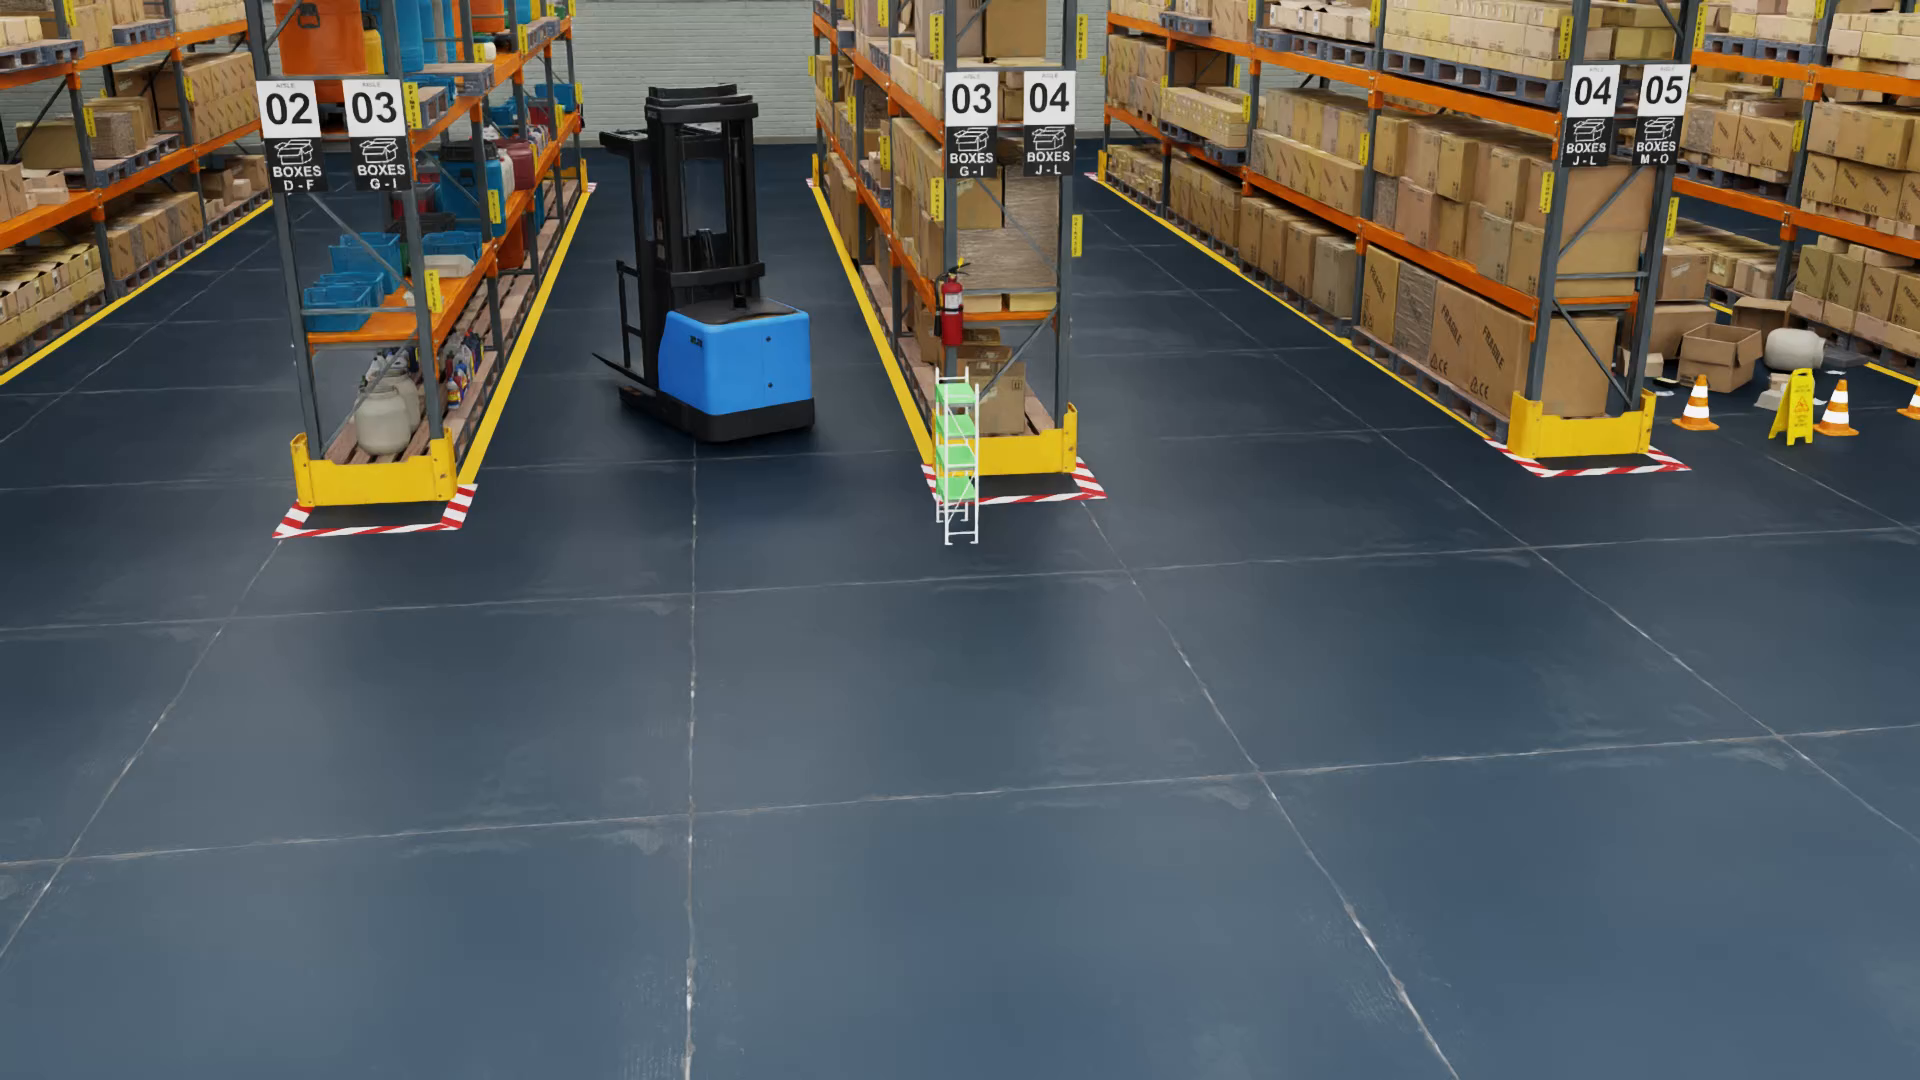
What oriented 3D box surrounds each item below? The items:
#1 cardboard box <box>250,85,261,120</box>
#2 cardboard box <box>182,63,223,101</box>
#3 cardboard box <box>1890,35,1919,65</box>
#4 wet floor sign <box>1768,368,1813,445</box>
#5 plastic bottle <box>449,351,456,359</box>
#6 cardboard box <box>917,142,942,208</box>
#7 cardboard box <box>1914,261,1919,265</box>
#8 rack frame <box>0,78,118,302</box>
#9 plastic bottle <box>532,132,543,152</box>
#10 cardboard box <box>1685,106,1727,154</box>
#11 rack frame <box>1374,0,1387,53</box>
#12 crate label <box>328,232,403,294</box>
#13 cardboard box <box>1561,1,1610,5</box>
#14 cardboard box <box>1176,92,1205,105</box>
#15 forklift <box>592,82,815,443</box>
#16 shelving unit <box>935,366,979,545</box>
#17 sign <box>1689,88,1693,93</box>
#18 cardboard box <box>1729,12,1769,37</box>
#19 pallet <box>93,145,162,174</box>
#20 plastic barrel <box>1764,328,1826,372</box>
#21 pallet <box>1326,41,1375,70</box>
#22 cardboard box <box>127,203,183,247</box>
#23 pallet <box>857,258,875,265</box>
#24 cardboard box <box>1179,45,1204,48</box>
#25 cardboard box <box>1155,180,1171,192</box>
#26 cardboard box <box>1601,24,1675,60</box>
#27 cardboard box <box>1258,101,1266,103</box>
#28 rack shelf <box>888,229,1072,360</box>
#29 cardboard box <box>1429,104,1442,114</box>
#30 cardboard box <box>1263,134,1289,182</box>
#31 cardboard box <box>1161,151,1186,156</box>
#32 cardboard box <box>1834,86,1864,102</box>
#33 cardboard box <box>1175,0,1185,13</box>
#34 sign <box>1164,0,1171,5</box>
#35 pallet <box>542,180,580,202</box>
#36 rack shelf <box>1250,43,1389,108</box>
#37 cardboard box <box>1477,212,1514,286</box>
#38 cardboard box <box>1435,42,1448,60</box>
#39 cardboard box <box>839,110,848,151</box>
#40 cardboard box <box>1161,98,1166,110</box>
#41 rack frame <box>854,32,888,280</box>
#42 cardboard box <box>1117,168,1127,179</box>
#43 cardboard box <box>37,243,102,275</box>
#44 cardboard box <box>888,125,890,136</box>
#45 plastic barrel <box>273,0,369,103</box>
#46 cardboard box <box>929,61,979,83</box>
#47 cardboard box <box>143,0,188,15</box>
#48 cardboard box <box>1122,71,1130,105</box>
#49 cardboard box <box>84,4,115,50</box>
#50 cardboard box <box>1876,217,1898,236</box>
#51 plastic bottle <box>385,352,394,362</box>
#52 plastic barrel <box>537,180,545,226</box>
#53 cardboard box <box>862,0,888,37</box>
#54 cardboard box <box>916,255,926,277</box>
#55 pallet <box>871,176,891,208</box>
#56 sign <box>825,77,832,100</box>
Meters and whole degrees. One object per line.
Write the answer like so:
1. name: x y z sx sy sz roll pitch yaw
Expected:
1. cardboard box: -11.399 -6.919 26.312 0.500 0.500 0.500 -2 21 -6
2. cardboard box: -11.094 -6.678 24.237 0.500 0.500 0.500 -4 21 -9
3. cardboard box: 9.542 -4.813 16.318 0.500 0.250 0.500 -3 21 -7
4. wet floor sign: 7.263 -1.175 14.439 0.267 0.644 0.232 -7 21 -17
5. plastic bottle: -4.747 -1.640 15.575 0.061 0.283 0.133 -3 21 -8
6. cardboard box: -0.094 -3.151 14.369 0.500 0.500 0.500 -3 21 -8
7. cardboard box: 10.107 -2.573 17.076 0.500 0.500 0.500 -2 21 -5
8. rack frame: -10.580 -4.244 19.292 1.000 3.000 0.127 -3 21 -8
9. plastic bottle: -5.752 -5.398 22.559 0.152 0.276 0.135 -3 21 -8
10. cardboard box: 9.095 -4.920 19.935 0.500 0.500 0.500 -4 21 -10
11. rack frame: 4.723 -6.383 16.445 1.000 3.000 0.127 -3 21 -8
12. crate label: -5.058 -2.363 14.205 0.502 0.435 0.616 -3 21 -8
13. cardboard box: 5.421 -4.576 14.370 0.380 0.149 0.250 -3 21 -9
14. cardboard box: 3.285 -6.269 23.622 0.380 0.149 0.250 -3 21 -8
15. forklift: -2.540 -2.669 15.173 1.130 2.935 3.031 -13 24 -32
16. shelving unit: -0.024 -0.619 12.160 0.258 1.200 0.503 -3 21 -8
17. sign: 9.566 -5.778 21.858 0.100 0.325 0.005 -3 21 -8
18. cardboard box: 9.239 -5.936 19.149 0.500 0.250 0.500 -3 21 -7
19. pallet: -10.865 -4.827 21.128 1.003 0.211 1.213 -3 21 -8
20. plastic barrel: 8.387 -1.904 16.709 0.512 0.421 0.421 12 24 30
21. pallet: 4.542 -5.203 17.846 0.805 0.209 1.217 -4 21 -10
22. cardboard box: -10.667 -4.162 22.017 0.500 0.500 0.500 -3 21 -7
23. pallet: -0.816 -3.713 21.855 1.003 0.211 1.213 -3 21 -8
24. cardboard box: 3.656 -7.344 25.595 0.500 0.500 0.500 -4 21 -9
25. cardboard box: 3.210 -5.436 25.533 0.380 0.149 0.250 -3 21 -7
26. cardboard box: 5.484 -4.086 13.627 0.500 0.250 0.500 -3 21 -8
27. cardboard box: 4.120 -5.848 22.496 0.380 0.149 0.250 -2 21 -5
28. rack shelf: 0.088 -2.328 15.190 1.077 0.370 4.000 -3 21 -8
29. cardboard box: 7.967 -7.173 26.991 0.500 0.500 0.500 -3 21 -9
30. cardboard box: 4.020 -4.659 20.261 0.500 0.500 0.500 -3 21 -8
31. cardboard box: 3.531 -6.341 27.529 0.380 0.149 0.250 -2 21 -6
32. cardboard box: 13.401 -6.492 24.569 0.700 0.500 0.500 -3 21 -8
33. cardboard box: 3.515 -7.854 23.928 0.700 0.500 0.500 -3 21 -8
34. sign: 3.034 -7.960 24.215 0.100 0.325 0.005 -3 21 -8
35. pallet: -6.750 -5.669 27.092 1.003 0.211 1.213 -3 21 -8
36. rack shelf: 4.434 -5.333 18.949 1.077 0.370 4.000 -3 21 -8
37. cardboard box: 5.100 -2.573 14.605 0.875 0.550 0.550 -3 21 -8
38. cardboard box: 4.624 -4.520 15.359 0.380 0.149 0.250 -3 21 -8
39. cardboard box: -1.389 -5.655 22.927 0.500 0.500 0.500 -3 21 -9
40. cardboard box: 3.171 -6.401 24.401 0.380 0.149 0.250 -3 21 -7
41. rack frame: -0.777 -4.742 20.626 1.000 3.000 0.127 -3 21 -8
42. cardboard box: 2.841 -6.125 27.802 0.380 0.149 0.250 -3 21 -7
43. cardboard box: -10.261 -3.246 19.149 0.500 0.311 0.500 -2 21 -6
44. cardboard box: -0.480 -4.613 19.536 0.700 0.500 0.500 0 20 0
45. plastic barrel: -4.720 -3.688 12.301 0.600 0.830 0.708 -3 21 -8
46. cardboard box: -0.042 -3.760 13.353 0.380 0.149 0.250 -4 21 -10
47. cardboard box: -10.981 -7.379 22.898 0.500 0.250 0.500 -3 21 -8
48. cardboard box: 2.945 -7.390 27.147 0.500 0.500 0.500 -3 21 -7
49. cardboard box: -10.825 -6.202 20.104 0.910 0.500 0.500 -3 21 -8
50. cardboard box: 9.510 -3.171 16.778 0.380 0.149 0.250 -3 21 -7
51. plastic bottle: -5.310 -1.621 15.539 0.097 0.271 0.097 0 20 0
52. plastic barrel: -6.193 -4.902 23.452 0.600 0.901 0.708 -3 21 -8
53. cardboard box: -0.814 -5.903 18.590 0.500 0.500 0.500 -4 21 -9
54. cardboard box: -0.189 -2.457 14.867 0.380 0.149 0.250 -3 21 -8
55. pallet: -0.451 -3.969 18.830 1.003 0.211 1.213 -3 21 -8
56. sign: -1.902 -6.541 24.093 0.100 0.325 0.005 -3 21 -8
